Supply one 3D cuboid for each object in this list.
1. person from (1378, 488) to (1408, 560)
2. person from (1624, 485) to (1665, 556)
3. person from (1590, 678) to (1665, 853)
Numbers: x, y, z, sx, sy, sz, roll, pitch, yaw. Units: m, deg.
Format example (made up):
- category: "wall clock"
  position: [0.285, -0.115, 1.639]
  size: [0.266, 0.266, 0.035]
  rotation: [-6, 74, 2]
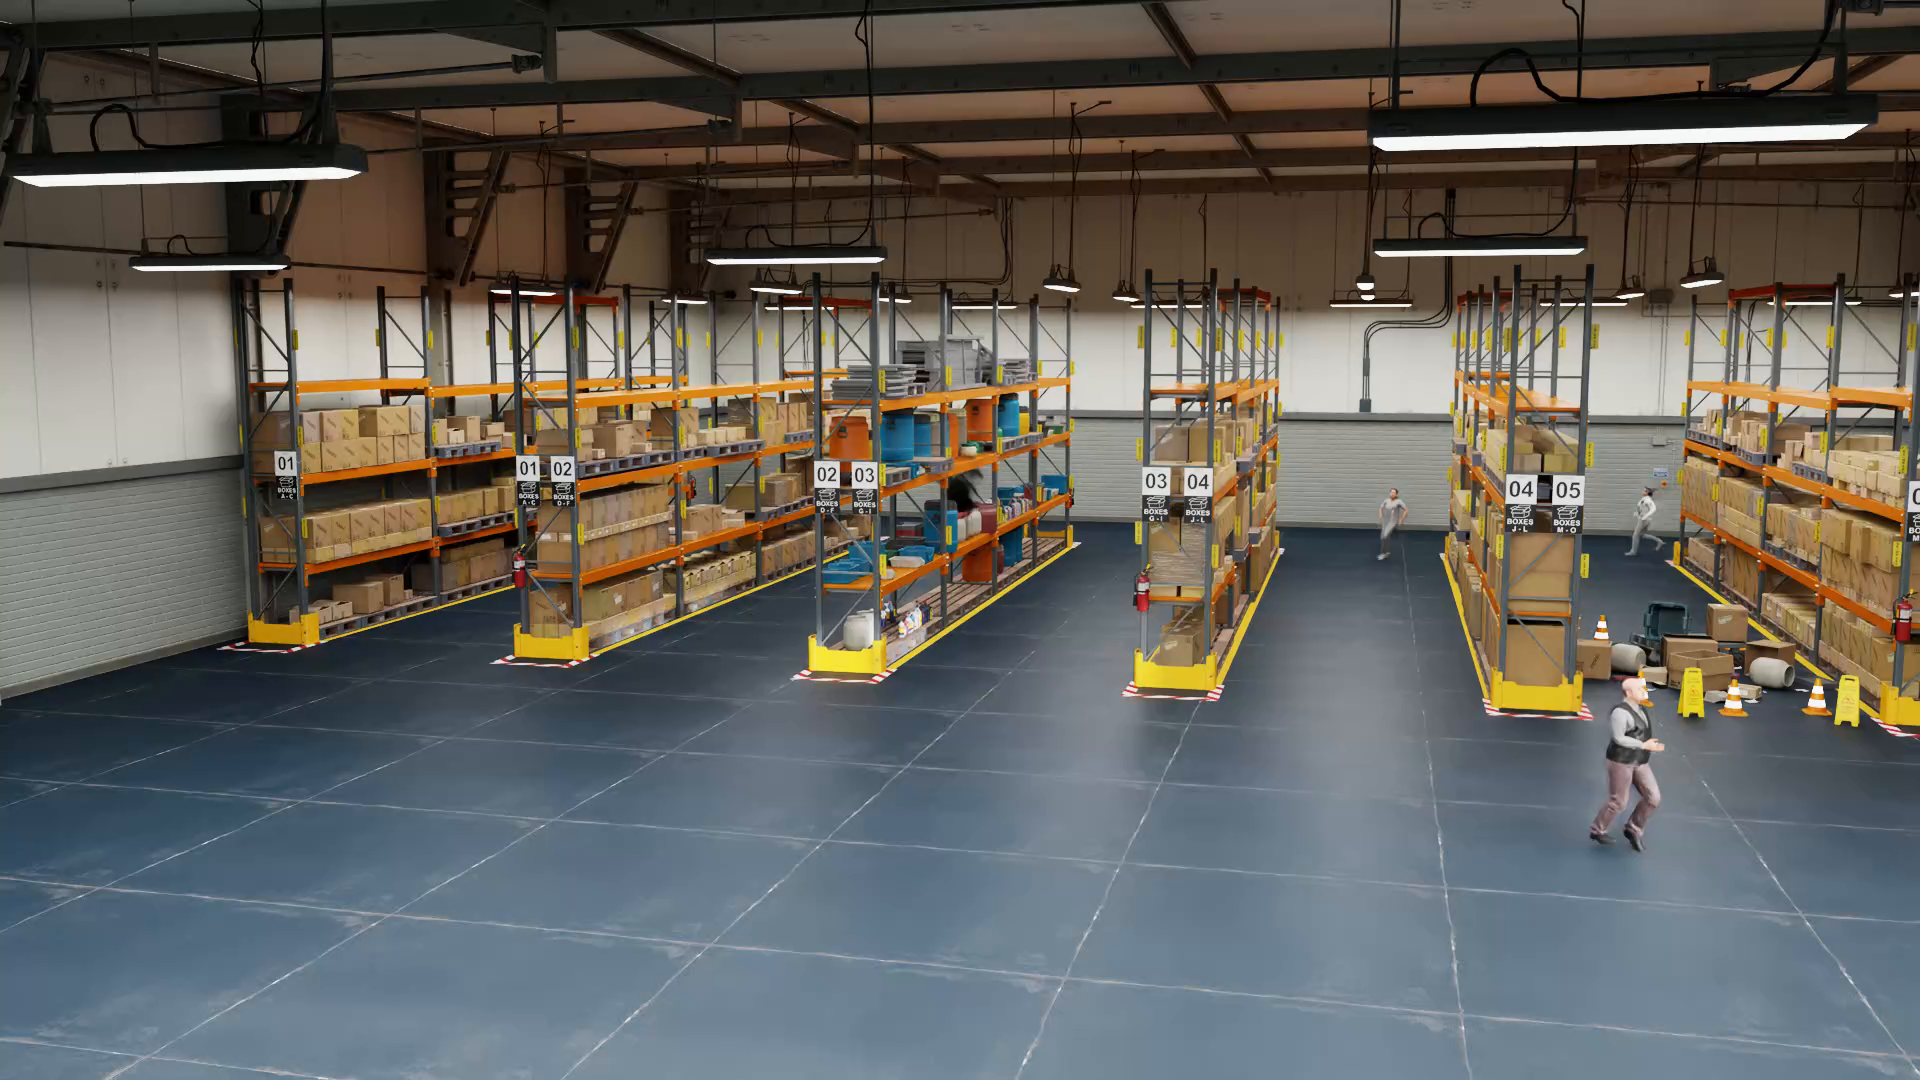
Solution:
- category: "person"
  position: [9.872, -0.369, 38.092]
  size: [0.641, 1.673, 0.679]
  rotation: [7, 9, 43]
- category: "person"
  position: [15.899, -0.438, 38.559]
  size: [0.856, 1.684, 0.646]
  rotation: [2, 7, 18]
- category: "person"
  position: [6.569, 2.224, 16.288]
  size: [0.669, 1.777, 0.726]
  rotation: [-6, 9, -39]
